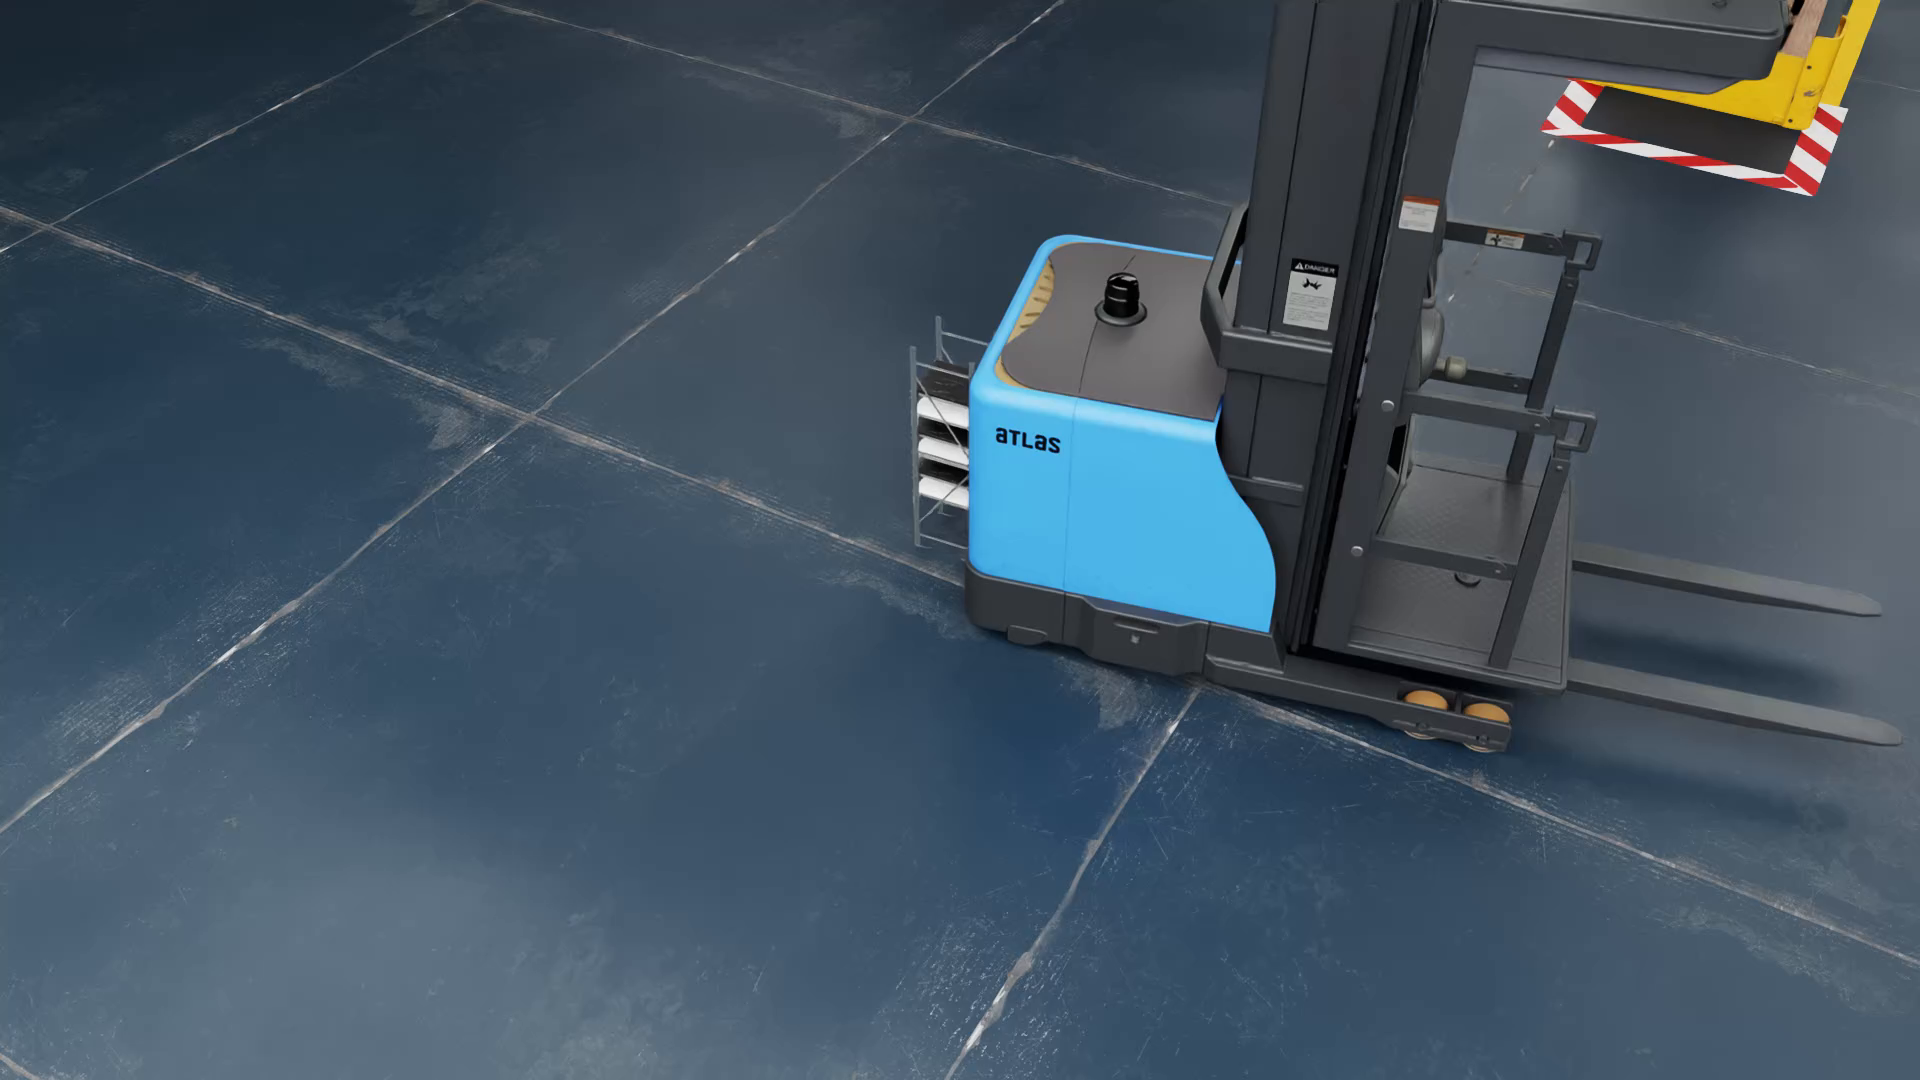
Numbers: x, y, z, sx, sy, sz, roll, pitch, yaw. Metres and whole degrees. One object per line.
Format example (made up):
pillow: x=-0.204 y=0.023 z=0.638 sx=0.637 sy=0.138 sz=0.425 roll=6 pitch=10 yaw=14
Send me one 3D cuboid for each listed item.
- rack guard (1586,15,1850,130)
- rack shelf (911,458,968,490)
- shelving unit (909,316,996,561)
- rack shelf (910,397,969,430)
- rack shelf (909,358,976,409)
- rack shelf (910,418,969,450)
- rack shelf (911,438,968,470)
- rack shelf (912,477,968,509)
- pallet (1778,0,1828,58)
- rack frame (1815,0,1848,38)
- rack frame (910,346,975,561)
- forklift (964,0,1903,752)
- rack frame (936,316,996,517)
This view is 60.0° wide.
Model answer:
rack guard: x=3.993 y=-2.603 z=8.827 sx=1.175 sy=0.500 sz=0.348 roll=21 pitch=45 yaw=22
rack shelf: x=-0.017 y=-0.253 z=6.043 sx=0.258 sy=0.077 sz=0.200 roll=17 pitch=44 yaw=18
shelving unit: x=-0.017 y=-0.346 z=5.962 sx=0.258 sy=0.900 sz=0.210 roll=17 pitch=44 yaw=18
rack shelf: x=-0.017 y=-0.456 z=5.865 sx=0.258 sy=0.077 sz=0.200 roll=17 pitch=44 yaw=18
rack shelf: x=-0.017 y=-0.523 z=5.805 sx=0.258 sy=0.077 sz=0.200 roll=17 pitch=44 yaw=18
rack shelf: x=-0.017 y=-0.388 z=5.924 sx=0.258 sy=0.077 sz=0.200 roll=17 pitch=44 yaw=18
rack shelf: x=-0.017 y=-0.321 z=5.984 sx=0.258 sy=0.077 sz=0.200 roll=17 pitch=44 yaw=18
rack shelf: x=-0.017 y=-0.186 z=6.103 sx=0.258 sy=0.077 sz=0.200 roll=17 pitch=44 yaw=18
pallet: x=4.404 y=-2.958 z=9.449 sx=1.003 sy=0.211 sz=1.213 roll=21 pitch=45 yaw=22
rack frame: x=3.996 y=-3.482 z=7.934 sx=1.000 sy=3.000 sz=0.127 roll=21 pitch=45 yaw=22
rack frame: x=-0.060 y=-0.285 z=5.893 sx=0.240 sy=0.900 sz=0.006 roll=17 pitch=44 yaw=18
forklift: x=1.591 y=-0.798 z=4.938 sx=3.031 sy=2.935 sz=1.130 roll=11 pitch=43 yaw=13
rack frame: x=0.025 y=-0.407 z=6.031 sx=0.240 sy=0.900 sz=0.006 roll=17 pitch=44 yaw=18
